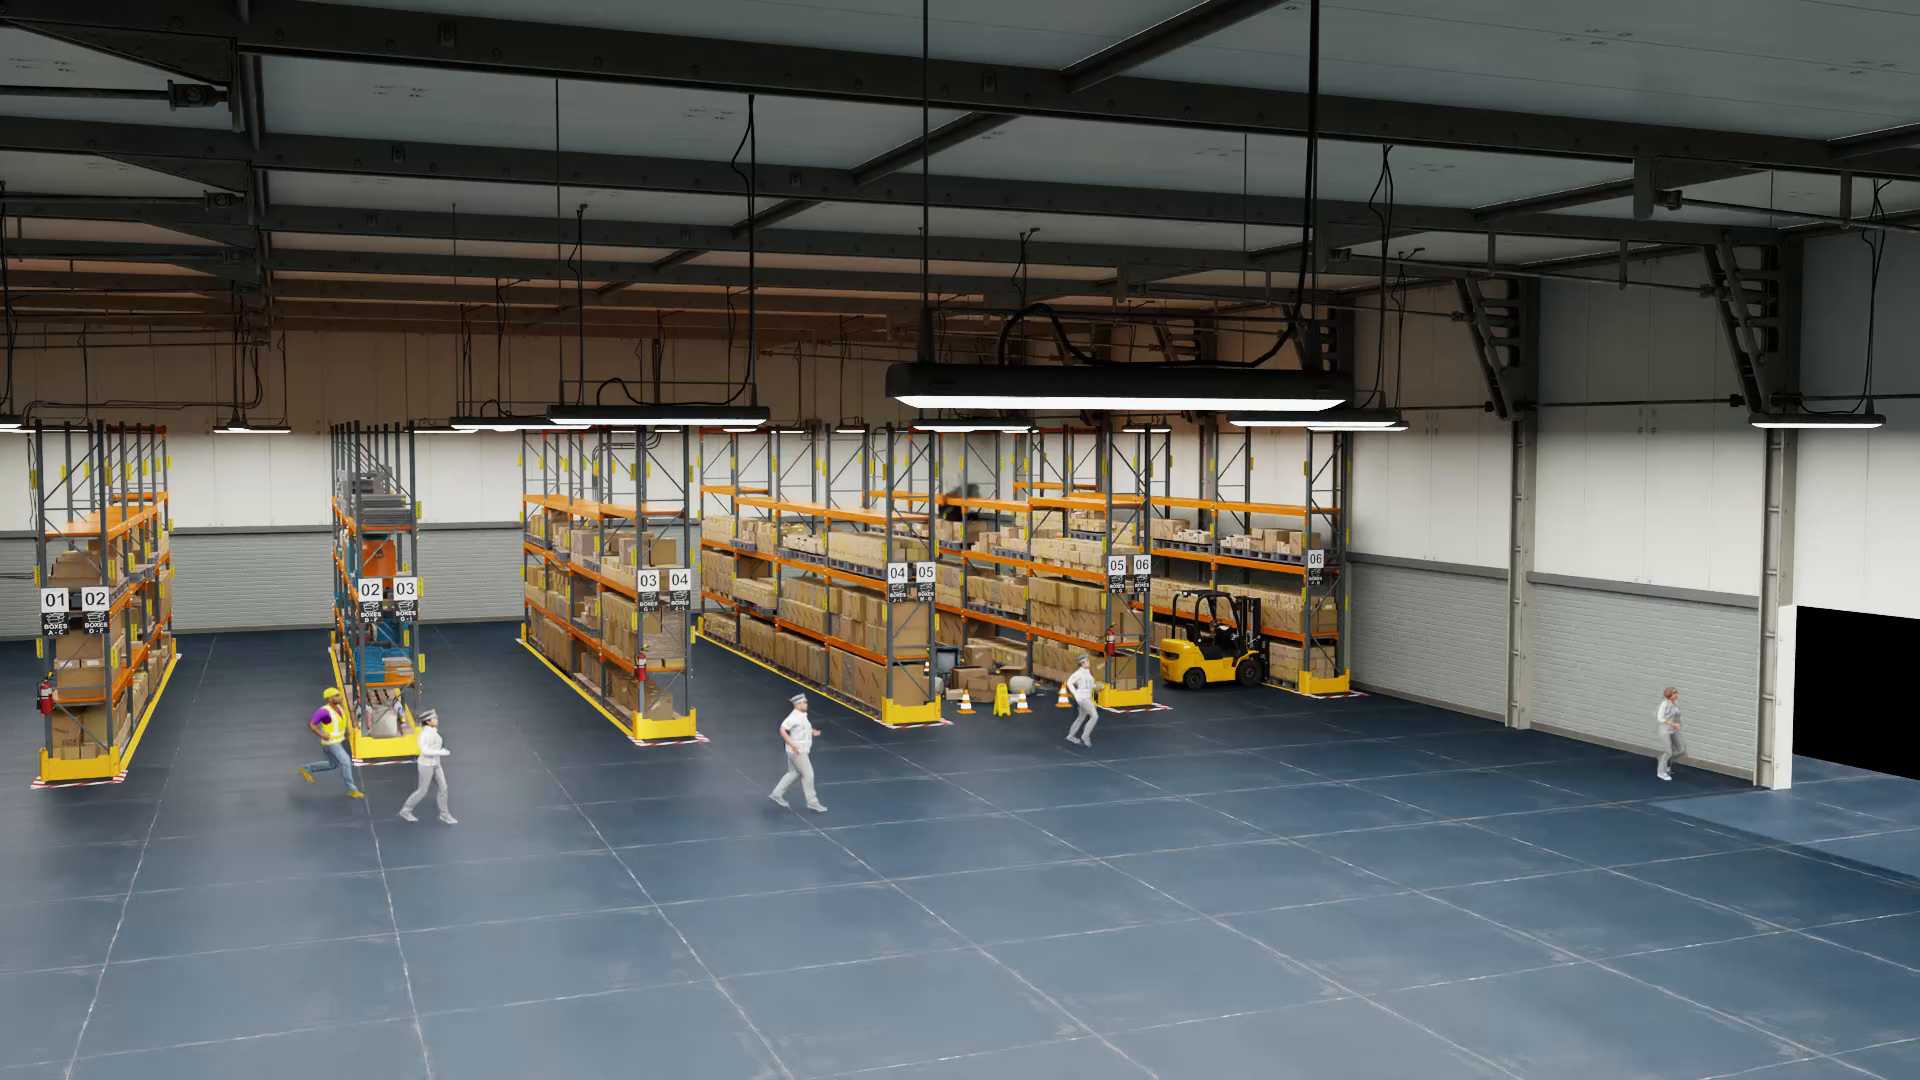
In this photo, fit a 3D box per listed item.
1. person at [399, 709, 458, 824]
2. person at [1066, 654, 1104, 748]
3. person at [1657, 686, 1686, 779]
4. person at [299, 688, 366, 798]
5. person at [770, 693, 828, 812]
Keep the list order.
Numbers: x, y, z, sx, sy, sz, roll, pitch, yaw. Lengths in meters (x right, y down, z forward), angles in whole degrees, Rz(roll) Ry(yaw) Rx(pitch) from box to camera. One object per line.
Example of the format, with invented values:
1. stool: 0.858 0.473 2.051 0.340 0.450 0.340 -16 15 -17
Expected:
1. person: -7.840 3.347 24.465 0.828 1.732 0.604 0 4 1
2. person: 2.299 2.963 30.680 0.710 1.728 0.581 1 4 17
3. person: 11.810 3.211 27.612 0.538 1.564 0.536 -2 4 -29
4. person: -9.980 3.218 26.416 1.101 1.755 0.670 0 4 0
5. person: -2.459 3.229 25.390 0.879 1.797 0.665 0 4 -1
